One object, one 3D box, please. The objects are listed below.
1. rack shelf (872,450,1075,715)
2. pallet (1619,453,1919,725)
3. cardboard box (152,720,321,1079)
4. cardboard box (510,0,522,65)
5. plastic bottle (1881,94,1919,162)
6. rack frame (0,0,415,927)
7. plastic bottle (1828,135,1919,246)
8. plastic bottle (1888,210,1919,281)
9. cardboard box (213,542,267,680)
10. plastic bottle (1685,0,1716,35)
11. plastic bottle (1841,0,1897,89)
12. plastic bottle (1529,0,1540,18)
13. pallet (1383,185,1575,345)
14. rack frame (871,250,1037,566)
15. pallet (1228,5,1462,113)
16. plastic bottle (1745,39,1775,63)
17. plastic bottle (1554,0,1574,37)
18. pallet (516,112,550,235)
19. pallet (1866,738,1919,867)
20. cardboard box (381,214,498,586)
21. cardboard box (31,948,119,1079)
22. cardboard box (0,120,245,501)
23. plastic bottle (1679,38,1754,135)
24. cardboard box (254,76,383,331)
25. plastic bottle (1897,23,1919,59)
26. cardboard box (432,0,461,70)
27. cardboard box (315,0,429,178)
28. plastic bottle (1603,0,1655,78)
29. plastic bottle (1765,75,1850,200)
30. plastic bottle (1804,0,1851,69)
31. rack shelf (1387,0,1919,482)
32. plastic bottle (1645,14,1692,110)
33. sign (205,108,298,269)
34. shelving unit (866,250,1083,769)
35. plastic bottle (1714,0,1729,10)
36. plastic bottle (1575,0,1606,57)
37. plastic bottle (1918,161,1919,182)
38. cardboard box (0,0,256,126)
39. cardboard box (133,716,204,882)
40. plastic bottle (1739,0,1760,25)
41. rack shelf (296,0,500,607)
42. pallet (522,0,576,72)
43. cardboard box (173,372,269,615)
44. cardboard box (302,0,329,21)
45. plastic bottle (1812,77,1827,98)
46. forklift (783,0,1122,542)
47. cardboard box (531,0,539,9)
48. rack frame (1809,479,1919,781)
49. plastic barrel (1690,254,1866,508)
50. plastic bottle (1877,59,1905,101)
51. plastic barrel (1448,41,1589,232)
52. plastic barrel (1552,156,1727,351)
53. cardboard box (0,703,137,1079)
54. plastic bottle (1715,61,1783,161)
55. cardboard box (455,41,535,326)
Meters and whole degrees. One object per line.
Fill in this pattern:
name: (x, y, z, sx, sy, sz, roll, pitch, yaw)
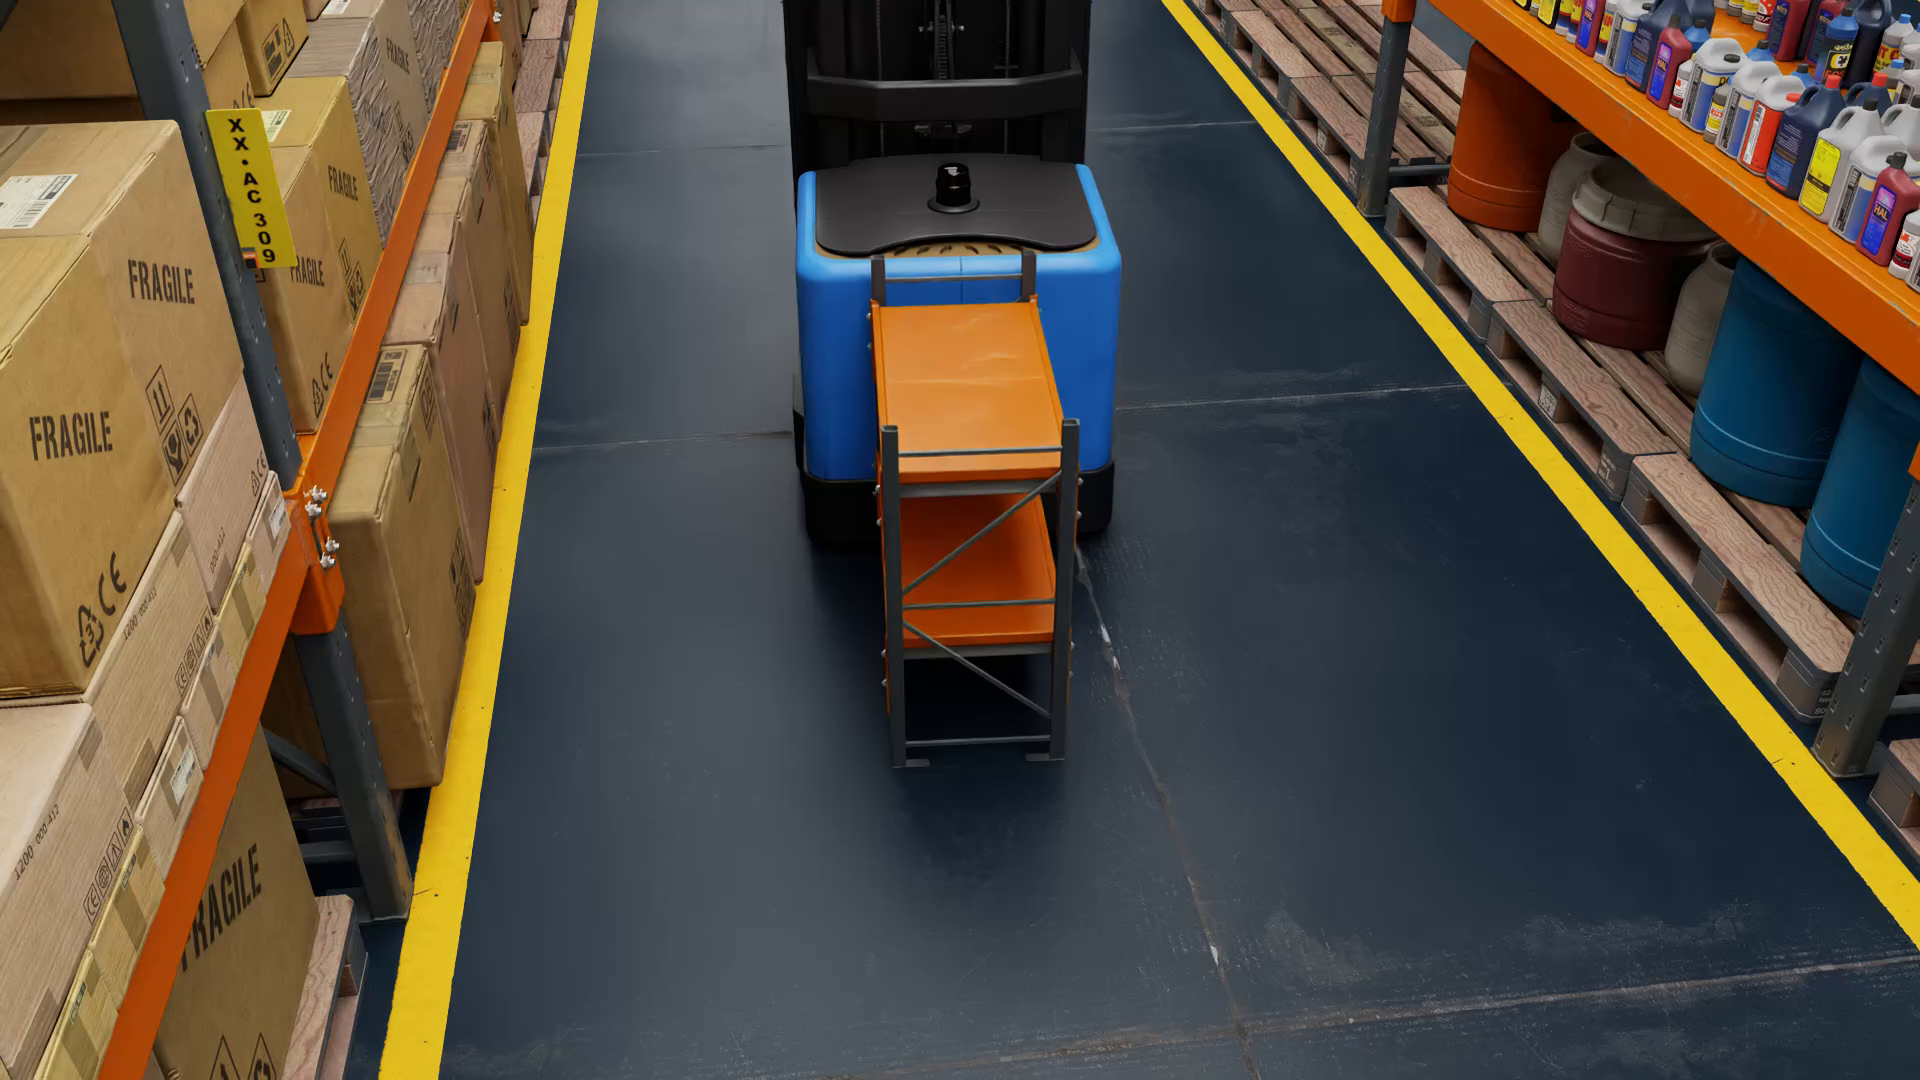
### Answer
rack shelf: (0.016, 0.092, 5.050, 0.538, 0.278, 1.000, -2, 34, -3)
pallet: (2.914, 0.094, 5.425, 1.003, 0.211, 1.213, -4, 35, -6)
cardboard box: (-1.922, 0.829, 3.383, 0.875, 0.875, 0.875, -4, 35, -6)
cardboard box: (-2.825, -2.939, 9.228, 0.700, 0.500, 0.500, -7, 35, -10)
plastic bottle: (2.672, -1.103, 4.749, 0.144, 0.351, 0.185, -4, 35, -6)
rack frame: (-1.931, -0.250, 3.453, 1.000, 3.000, 0.127, -4, 35, -6)
plastic bottle: (2.554, -0.973, 4.624, 0.152, 0.276, 0.135, -4, 35, -6)
plastic bottle: (2.560, -0.801, 4.438, 0.097, 0.201, 0.097, 0, 34, 0)
cardboard box: (-1.531, 0.143, 3.099, 0.380, 0.149, 0.250, -4, 34, -5)
plastic bottle: (2.513, -1.794, 5.762, 0.144, 0.351, 0.185, -4, 35, -6)
plastic bottle: (3.092, -1.736, 5.677, 0.144, 0.351, 0.185, -4, 35, -6)
plastic bottle: (2.245, -2.109, 6.358, 0.097, 0.201, 0.097, 0, 34, 0)
pallet: (2.586, -1.268, 7.423, 1.003, 0.211, 1.213, -4, 35, -6)
rack frame: (-0.019, -0.395, 5.331, 0.500, 1.125, 0.032, -2, 34, -3)
pallet: (2.212, -2.819, 9.699, 1.003, 0.211, 1.213, -4, 35, -6)
plastic bottle: (2.558, -1.477, 5.368, 0.097, 0.271, 0.097, 0, 34, 0)
plastic bottle: (2.276, -2.010, 6.150, 0.097, 0.271, 0.097, 0, 34, 0)
pallet: (-2.573, -1.766, 8.153, 1.003, 0.211, 1.213, -4, 35, -6)
pallet: (3.114, 0.935, 4.191, 1.003, 0.211, 1.213, -4, 35, -6)
cardboard box: (-2.158, -0.399, 5.186, 1.225, 0.875, 0.875, -6, 35, -8)
cardboard box: (-1.393, 0.717, 2.258, 0.380, 0.149, 0.250, -5, 35, -7)
cardboard box: (-1.605, -0.384, 2.853, 0.500, 0.500, 0.500, -3, 34, -5)
plastic bottle: (2.437, -1.459, 5.337, 0.152, 0.276, 0.135, -4, 35, -6)
cardboard box: (-1.814, -0.847, 4.241, 0.500, 0.500, 0.500, -4, 35, -6)
plastic bottle: (3.148, -1.572, 5.507, 0.097, 0.271, 0.097, 0, 34, 0)
cardboard box: (-2.096, -1.988, 5.915, 0.500, 0.500, 0.500, -5, 35, -7)
cardboard box: (-1.956, -1.414, 5.073, 0.500, 0.500, 0.500, -4, 34, -5)
plastic bottle: (2.363, -1.766, 5.788, 0.152, 0.276, 0.135, -4, 35, -6)
plastic bottle: (2.504, -1.196, 4.885, 0.144, 0.351, 0.185, -4, 35, -6)
plastic bottle: (3.052, -1.795, 5.824, 0.061, 0.283, 0.133, -4, 35, -6)
rack shelf: (2.708, -1.444, 5.843, 1.077, 0.370, 4.000, -4, 35, -6)
plastic bottle: (2.361, -1.587, 5.519, 0.061, 0.283, 0.133, -4, 35, -6)
sign: (-1.382, -0.683, 3.250, 0.100, 0.325, 0.005, -4, 35, -6)
shelving unit: (0.016, -0.110, 4.912, 0.538, 1.125, 1.048, -2, 34, -3)
plastic bottle: (2.997, -2.198, 6.427, 0.097, 0.271, 0.097, 0, 34, 0)
plastic bottle: (2.287, -1.894, 5.970, 0.061, 0.283, 0.133, -4, 35, -6)
plastic bottle: (2.675, -0.962, 4.674, 0.097, 0.201, 0.097, 0, 34, 0)
cardboard box: (-2.026, -1.061, 3.664, 0.797, 0.503, 0.637, -5, 35, -8)
cardboard box: (-1.462, 0.430, 2.679, 0.380, 0.149, 0.250, -4, 34, -5)
plastic bottle: (3.023, -2.061, 6.287, 0.097, 0.201, 0.097, 0, 34, 0)
rack shelf: (-2.200, -1.068, 5.293, 1.077, 0.370, 4.000, -4, 35, -6)
pallet: (-2.901, -3.127, 10.151, 1.003, 0.211, 1.213, -4, 35, -6)
cardboard box: (-1.612, -0.084, 3.079, 0.500, 0.250, 0.500, -5, 35, -7)
cardboard box: (-2.205, -1.791, 4.735, 0.797, 0.503, 0.637, -3, 34, -5)
plastic bottle: (2.607, -1.272, 5.067, 0.097, 0.271, 0.097, 0, 34, 0)
forklift: (-0.099, -2.011, 6.098, 1.130, 2.935, 3.031, -2, 34, -3)
cardboard box: (-2.946, -3.518, 10.078, 0.700, 0.500, 0.500, -7, 35, -10)
rack frame: (2.977, -0.625, 4.003, 1.000, 3.000, 0.127, -4, 35, -6)
plastic barrel: (2.825, -0.631, 5.503, 0.600, 0.901, 0.708, -4, 35, -6)
plastic bottle: (3.015, -1.456, 5.399, 0.097, 0.201, 0.097, 0, 34, 0)
plastic barrel: (2.521, -1.862, 7.373, 0.600, 0.830, 0.708, -4, 35, -6)
plastic barrel: (2.673, -1.132, 6.516, 0.600, 0.588, 0.708, -4, 35, -6)
cardboard box: (-1.471, 0.489, 2.237, 0.500, 0.250, 0.500, -4, 34, -5)
plastic bottle: (2.468, -1.329, 5.147, 0.152, 0.276, 0.135, -4, 35, -6)
cardboard box: (-2.397, -1.391, 6.641, 1.225, 0.875, 0.875, -6, 35, -9)
